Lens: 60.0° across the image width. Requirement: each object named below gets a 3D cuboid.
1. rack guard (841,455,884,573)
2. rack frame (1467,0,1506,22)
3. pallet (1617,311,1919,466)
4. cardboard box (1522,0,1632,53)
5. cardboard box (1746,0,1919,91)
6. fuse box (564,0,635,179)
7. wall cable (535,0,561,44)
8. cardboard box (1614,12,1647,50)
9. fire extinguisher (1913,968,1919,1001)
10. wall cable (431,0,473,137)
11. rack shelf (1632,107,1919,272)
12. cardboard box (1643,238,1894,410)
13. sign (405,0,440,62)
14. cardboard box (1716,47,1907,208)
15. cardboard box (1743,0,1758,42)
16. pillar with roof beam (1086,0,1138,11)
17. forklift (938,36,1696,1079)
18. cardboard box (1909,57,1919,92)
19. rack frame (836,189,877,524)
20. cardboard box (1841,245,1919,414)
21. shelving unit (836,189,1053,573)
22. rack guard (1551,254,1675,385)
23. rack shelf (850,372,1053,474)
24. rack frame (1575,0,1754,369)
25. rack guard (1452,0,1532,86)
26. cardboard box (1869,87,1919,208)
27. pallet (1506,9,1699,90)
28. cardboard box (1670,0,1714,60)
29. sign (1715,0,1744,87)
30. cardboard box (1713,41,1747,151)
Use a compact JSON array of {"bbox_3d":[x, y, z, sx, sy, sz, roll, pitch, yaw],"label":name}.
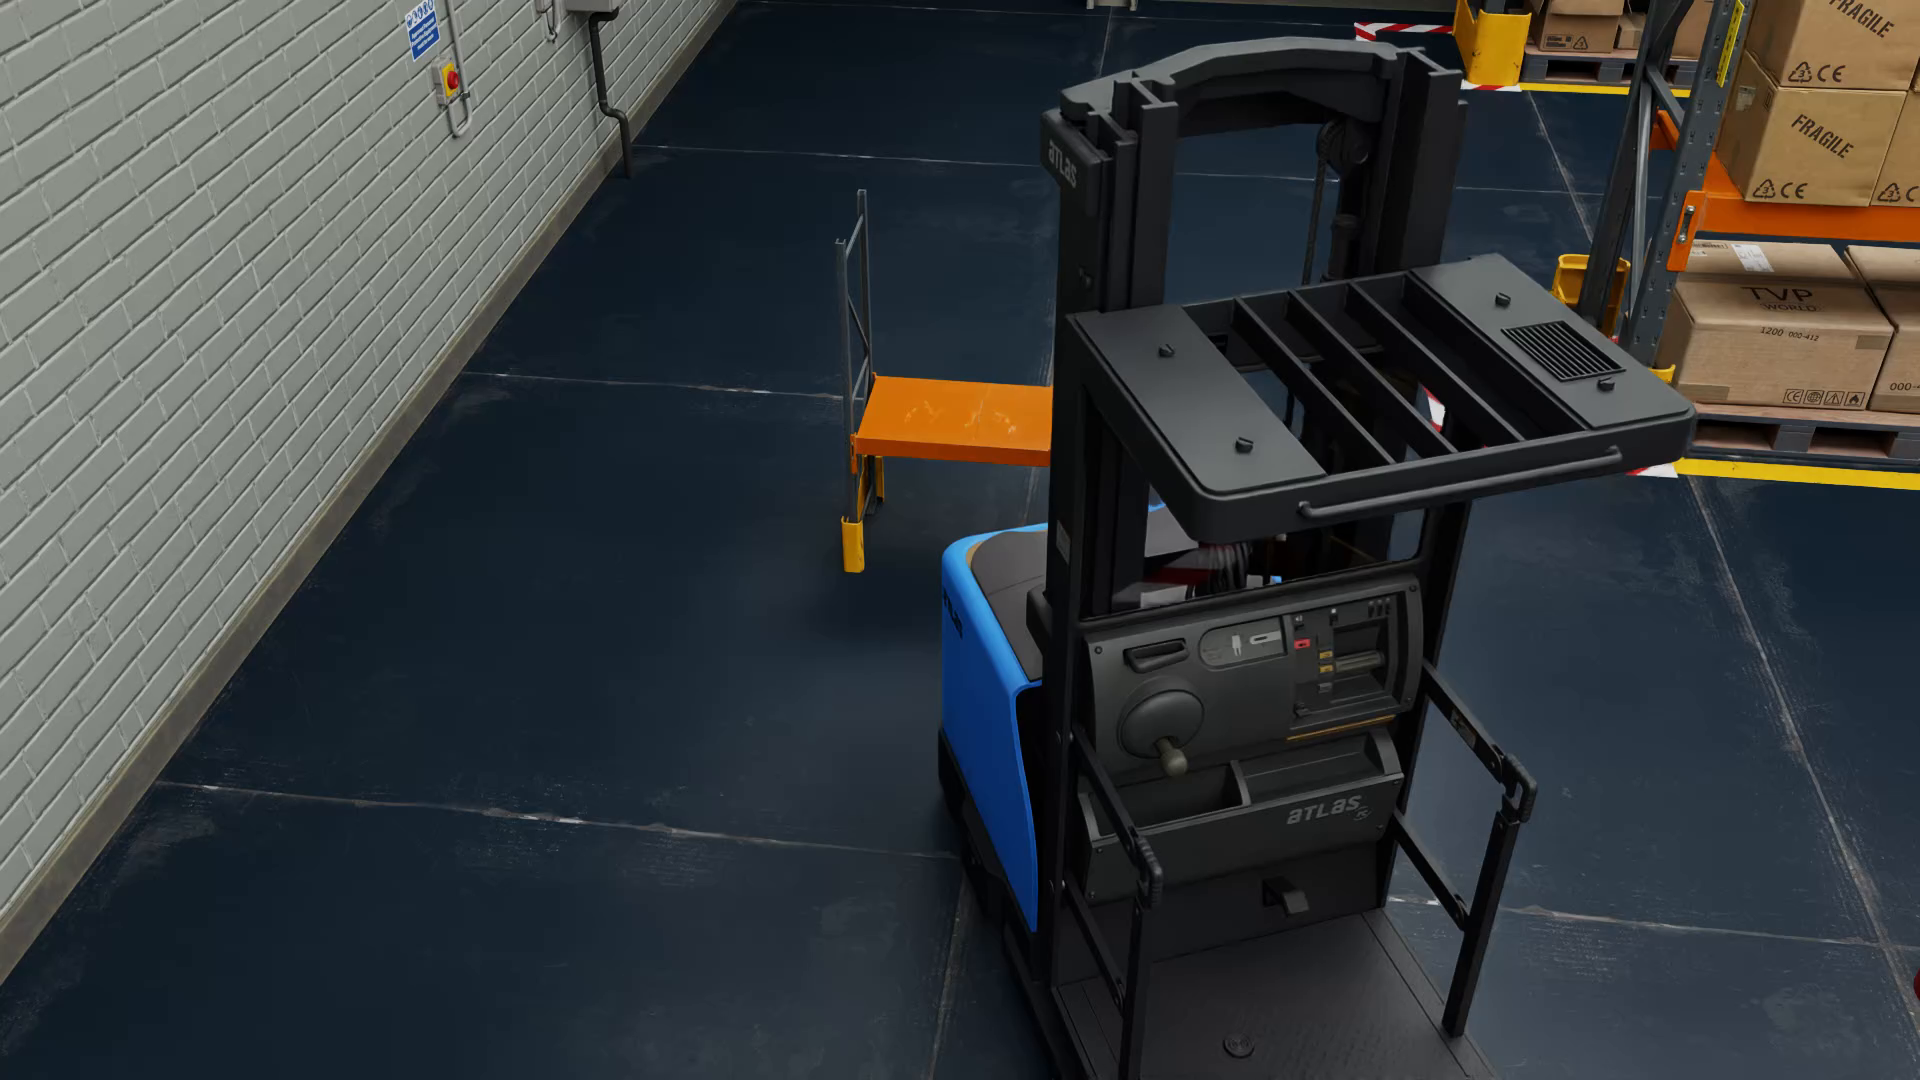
[{"bbox_3d":[-0.418,-0.133,7.221,0.087,0.250,0.587,4,36,6],"label":"rack guard"},{"bbox_3d":[3.771,-4.773,11.356,0.127,3.000,1.000,4,36,6],"label":"rack frame"},{"bbox_3d":[3.946,-0.764,8.138,1.213,0.211,1.003,4,36,6],"label":"pallet"},{"bbox_3d":[4.366,-3.828,11.819,0.637,0.503,0.797,3,36,4],"label":"cardboard box"},{"bbox_3d":[3.582,-2.161,6.749,0.500,0.500,0.500,4,36,5],"label":"cardboard box"},{"bbox_3d":[-2.041,-2.992,9.969,0.414,1.711,0.539,4,36,6],"label":"fuse box"},{"bbox_3d":[-2.284,-3.548,8.765,0.122,1.984,0.588,4,36,6],"label":"wall cable"},{"bbox_3d":[4.782,-3.630,11.847,0.250,0.149,0.380,3,36,4],"label":"cardboard box"},{"bbox_3d":[2.421,0.846,3.871,0.183,0.674,0.296,4,36,6],"label":"fire extinguisher"},{"bbox_3d":[-2.453,-2.743,7.610,0.123,1.953,0.585,4,36,6],"label":"wall cable"},{"bbox_3d":[5.126,-1.472,7.350,4.000,0.370,1.077,4,36,6],"label":"rack shelf"},{"bbox_3d":[3.810,-1.050,7.983,0.875,0.438,0.875,3,36,4],"label":"cardboard box"},{"bbox_3d":[-2.520,-2.403,7.803,0.001,0.218,0.327,4,36,6],"label":"sign"},{"bbox_3d":[3.582,-1.753,7.037,0.500,0.500,0.500,4,36,6],"label":"cardboard box"},{"bbox_3d":[3.651,-2.462,7.171,0.500,0.500,0.500,5,36,8],"label":"cardboard box"},{"bbox_3d":[0.663,-5.453,7.145,0.400,9.000,9.100,4,36,6],"label":"pillar with roof beam"},{"bbox_3d":[0.838,0.418,4.141,1.130,2.935,3.031,-10,37,-14],"label":"forklift"},{"bbox_3d":[4.096,-2.127,6.701,0.500,0.500,0.500,3,36,5],"label":"cardboard box"},{"bbox_3d":[-0.420,-0.642,6.858,0.032,1.500,0.500,4,36,6],"label":"rack frame"},{"bbox_3d":[4.719,-0.987,7.895,0.875,0.438,0.875,5,36,7],"label":"cardboard box"},{"bbox_3d":[0.076,-0.605,6.806,1.083,1.500,0.587,4,36,6],"label":"shelving unit"},{"bbox_3d":[3.119,-0.897,8.077,0.348,0.500,1.175,4,36,6],"label":"rack guard"},{"bbox_3d":[0.085,-0.458,6.910,1.000,0.185,0.538,4,36,6],"label":"rack shelf"},{"bbox_3d":[3.143,-1.913,7.348,0.127,3.000,1.000,4,36,6],"label":"rack frame"},{"bbox_3d":[3.847,-3.750,12.074,0.348,0.500,1.175,4,36,6],"label":"rack guard"},{"bbox_3d":[4.087,-1.731,7.008,0.500,0.500,0.500,4,36,5],"label":"cardboard box"},{"bbox_3d":[4.637,-3.574,12.076,1.213,0.211,1.003,4,36,6],"label":"pallet"},{"bbox_3d":[5.209,-3.741,11.700,0.500,0.500,0.700,6,36,8],"label":"cardboard box"},{"bbox_3d":[3.066,-1.978,6.626,0.005,0.325,0.100,4,36,6],"label":"sign"},{"bbox_3d":[3.655,-2.070,7.483,0.500,0.500,0.500,4,36,6],"label":"cardboard box"}]
